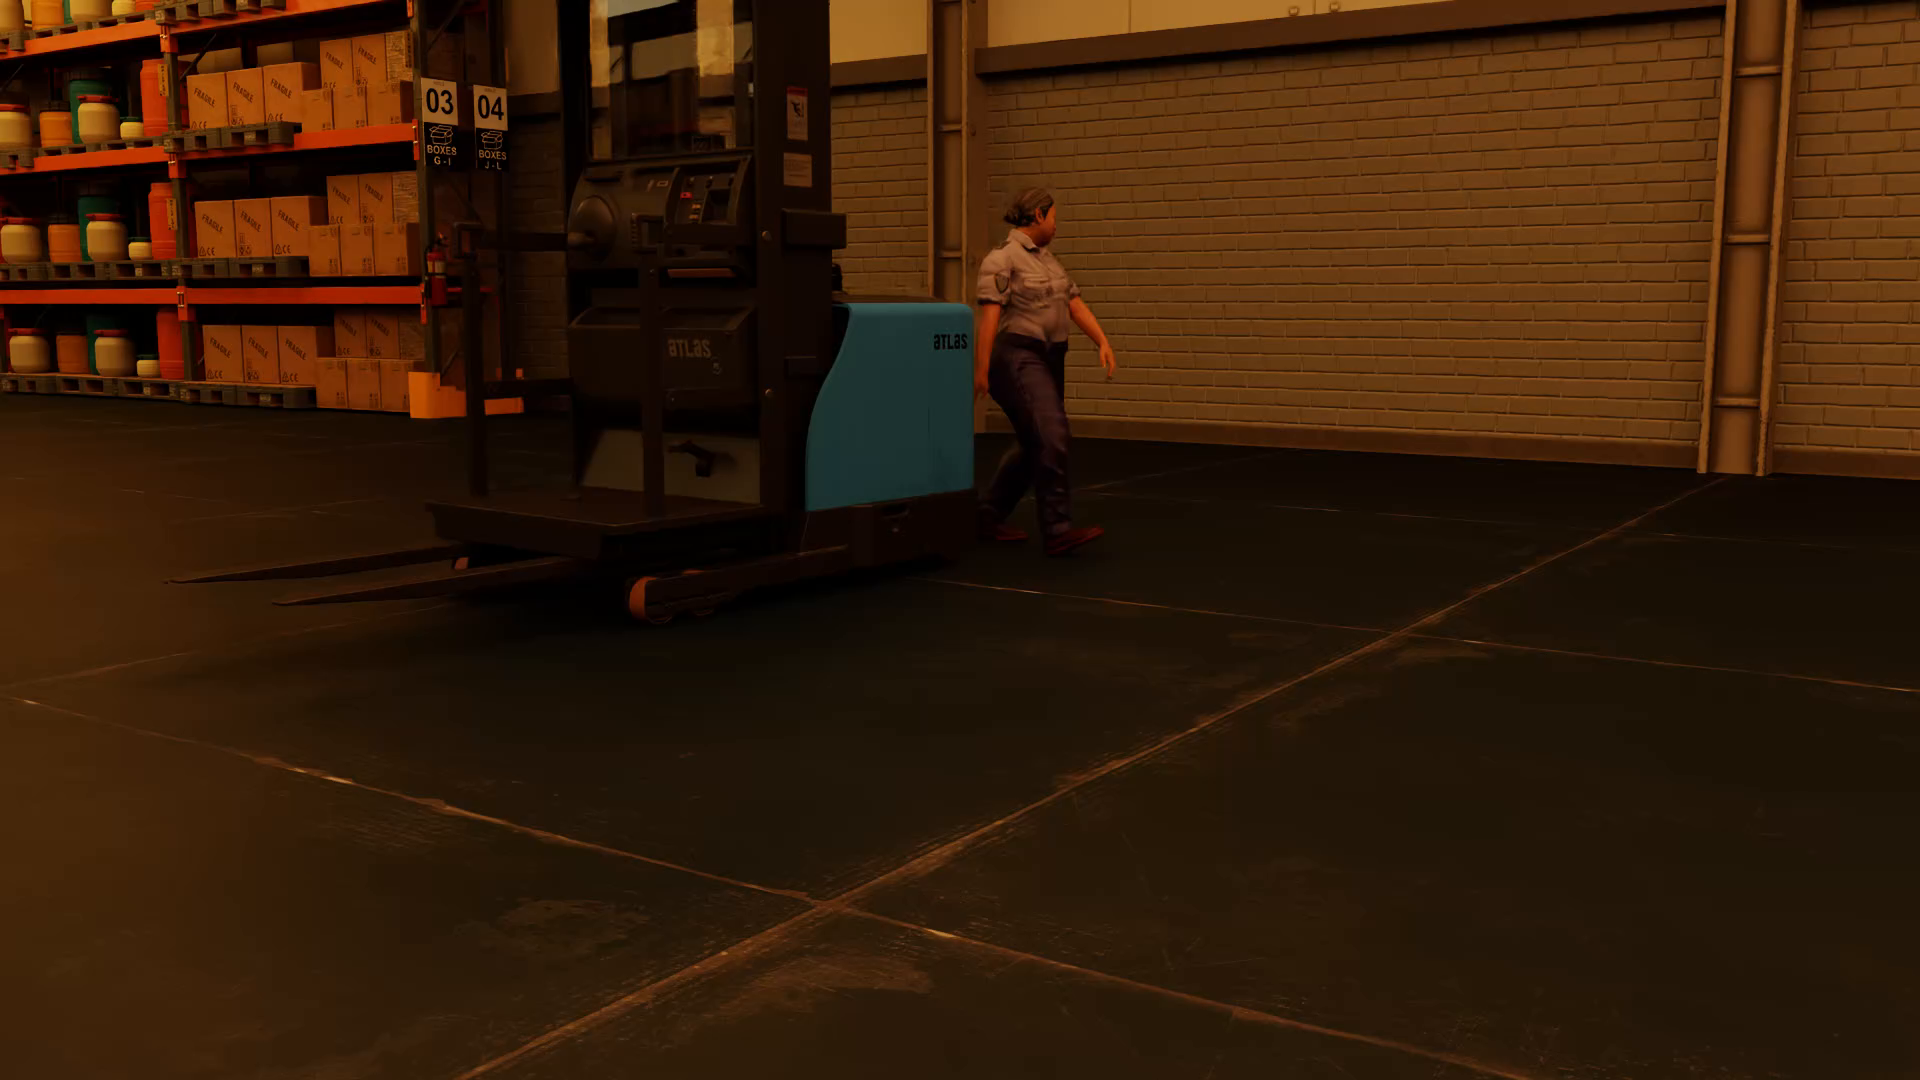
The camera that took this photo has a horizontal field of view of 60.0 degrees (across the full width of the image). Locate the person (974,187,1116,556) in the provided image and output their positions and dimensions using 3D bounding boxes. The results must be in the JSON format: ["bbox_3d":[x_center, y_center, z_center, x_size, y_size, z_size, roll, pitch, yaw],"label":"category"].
[{"bbox_3d":[0.317,-0.734,7.233,0.822,1.585,0.626,4,9,28],"label":"person"}]

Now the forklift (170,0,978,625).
[{"bbox_3d":[-1.242,-1.244,5.939,1.130,2.935,3.031,7,10,39],"label":"forklift"}]
